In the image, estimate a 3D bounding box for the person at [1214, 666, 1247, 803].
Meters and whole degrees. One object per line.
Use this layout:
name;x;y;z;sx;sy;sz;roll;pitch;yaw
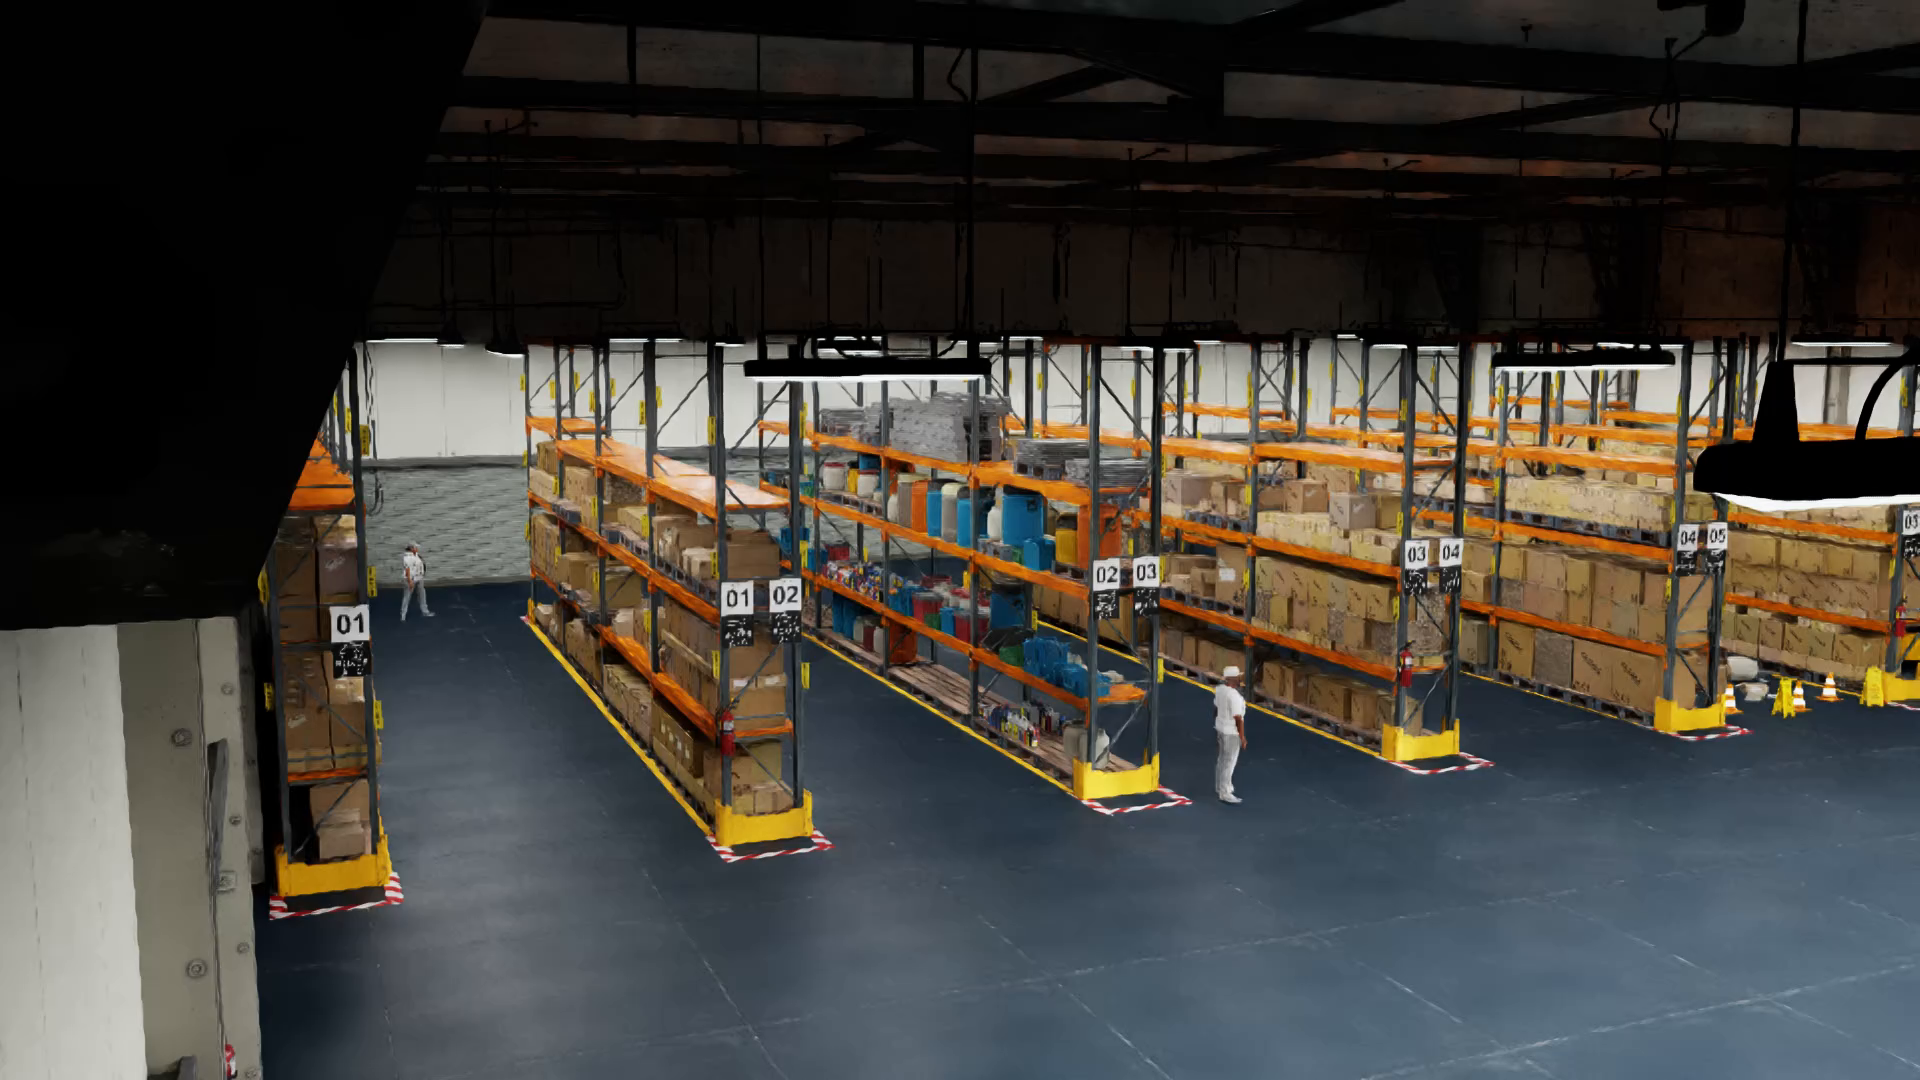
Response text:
person;3.565;2.522;21.973;0.380;1.768;0.703;-2;8;-17

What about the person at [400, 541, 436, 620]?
person;-11.539;0.831;35.176;0.561;1.652;0.730;2;8;13
